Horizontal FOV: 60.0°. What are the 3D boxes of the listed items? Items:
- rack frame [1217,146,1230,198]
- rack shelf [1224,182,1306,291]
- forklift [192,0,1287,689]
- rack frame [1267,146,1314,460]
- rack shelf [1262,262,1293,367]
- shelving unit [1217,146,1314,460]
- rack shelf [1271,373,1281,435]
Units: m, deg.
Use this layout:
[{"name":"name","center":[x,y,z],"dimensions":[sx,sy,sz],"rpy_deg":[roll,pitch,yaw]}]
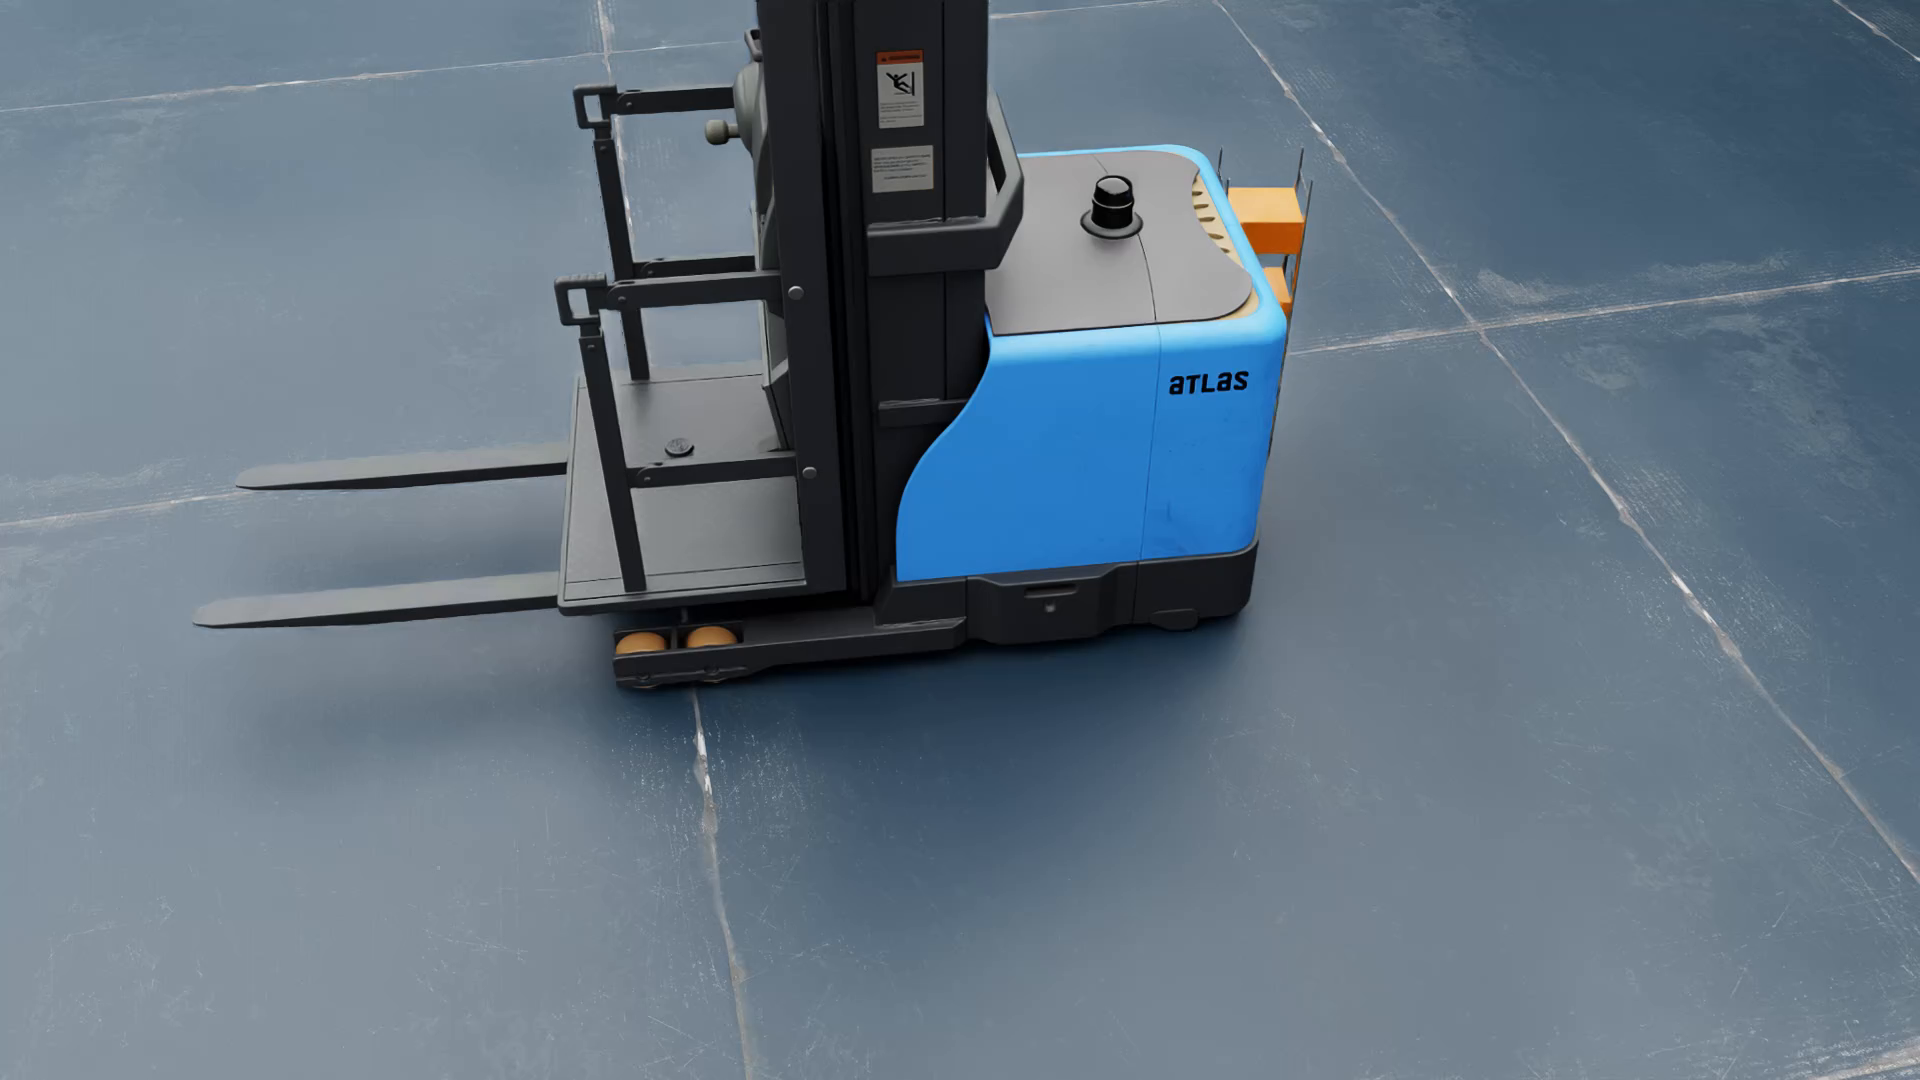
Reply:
[{"name":"rack frame","center":[0.785,-0.726,5.277],"dimensions":[0.008,1.050,0.200],"rpy_deg":[0,42,0]},{"name":"rack shelf","center":[0.907,-0.930,5.095],"dimensions":[0.240,0.259,0.215],"rpy_deg":[0,42,0]},{"name":"forklift","center":[-0.690,-1.044,4.219],"dimensions":[3.031,2.935,1.130],"rpy_deg":[-5,42,-6]},{"name":"rack frame","center":[1.029,-0.725,5.276],"dimensions":[0.008,1.050,0.200],"rpy_deg":[0,42,0]},{"name":"rack shelf","center":[0.907,-0.717,5.283],"dimensions":[0.240,0.259,0.215],"rpy_deg":[0,42,0]},{"name":"shelving unit","center":[0.907,-0.725,5.276],"dimensions":[0.252,1.050,0.215],"rpy_deg":[0,42,0]},{"name":"rack shelf","center":[0.907,-0.510,5.468],"dimensions":[0.240,0.259,0.215],"rpy_deg":[0,42,0]}]
